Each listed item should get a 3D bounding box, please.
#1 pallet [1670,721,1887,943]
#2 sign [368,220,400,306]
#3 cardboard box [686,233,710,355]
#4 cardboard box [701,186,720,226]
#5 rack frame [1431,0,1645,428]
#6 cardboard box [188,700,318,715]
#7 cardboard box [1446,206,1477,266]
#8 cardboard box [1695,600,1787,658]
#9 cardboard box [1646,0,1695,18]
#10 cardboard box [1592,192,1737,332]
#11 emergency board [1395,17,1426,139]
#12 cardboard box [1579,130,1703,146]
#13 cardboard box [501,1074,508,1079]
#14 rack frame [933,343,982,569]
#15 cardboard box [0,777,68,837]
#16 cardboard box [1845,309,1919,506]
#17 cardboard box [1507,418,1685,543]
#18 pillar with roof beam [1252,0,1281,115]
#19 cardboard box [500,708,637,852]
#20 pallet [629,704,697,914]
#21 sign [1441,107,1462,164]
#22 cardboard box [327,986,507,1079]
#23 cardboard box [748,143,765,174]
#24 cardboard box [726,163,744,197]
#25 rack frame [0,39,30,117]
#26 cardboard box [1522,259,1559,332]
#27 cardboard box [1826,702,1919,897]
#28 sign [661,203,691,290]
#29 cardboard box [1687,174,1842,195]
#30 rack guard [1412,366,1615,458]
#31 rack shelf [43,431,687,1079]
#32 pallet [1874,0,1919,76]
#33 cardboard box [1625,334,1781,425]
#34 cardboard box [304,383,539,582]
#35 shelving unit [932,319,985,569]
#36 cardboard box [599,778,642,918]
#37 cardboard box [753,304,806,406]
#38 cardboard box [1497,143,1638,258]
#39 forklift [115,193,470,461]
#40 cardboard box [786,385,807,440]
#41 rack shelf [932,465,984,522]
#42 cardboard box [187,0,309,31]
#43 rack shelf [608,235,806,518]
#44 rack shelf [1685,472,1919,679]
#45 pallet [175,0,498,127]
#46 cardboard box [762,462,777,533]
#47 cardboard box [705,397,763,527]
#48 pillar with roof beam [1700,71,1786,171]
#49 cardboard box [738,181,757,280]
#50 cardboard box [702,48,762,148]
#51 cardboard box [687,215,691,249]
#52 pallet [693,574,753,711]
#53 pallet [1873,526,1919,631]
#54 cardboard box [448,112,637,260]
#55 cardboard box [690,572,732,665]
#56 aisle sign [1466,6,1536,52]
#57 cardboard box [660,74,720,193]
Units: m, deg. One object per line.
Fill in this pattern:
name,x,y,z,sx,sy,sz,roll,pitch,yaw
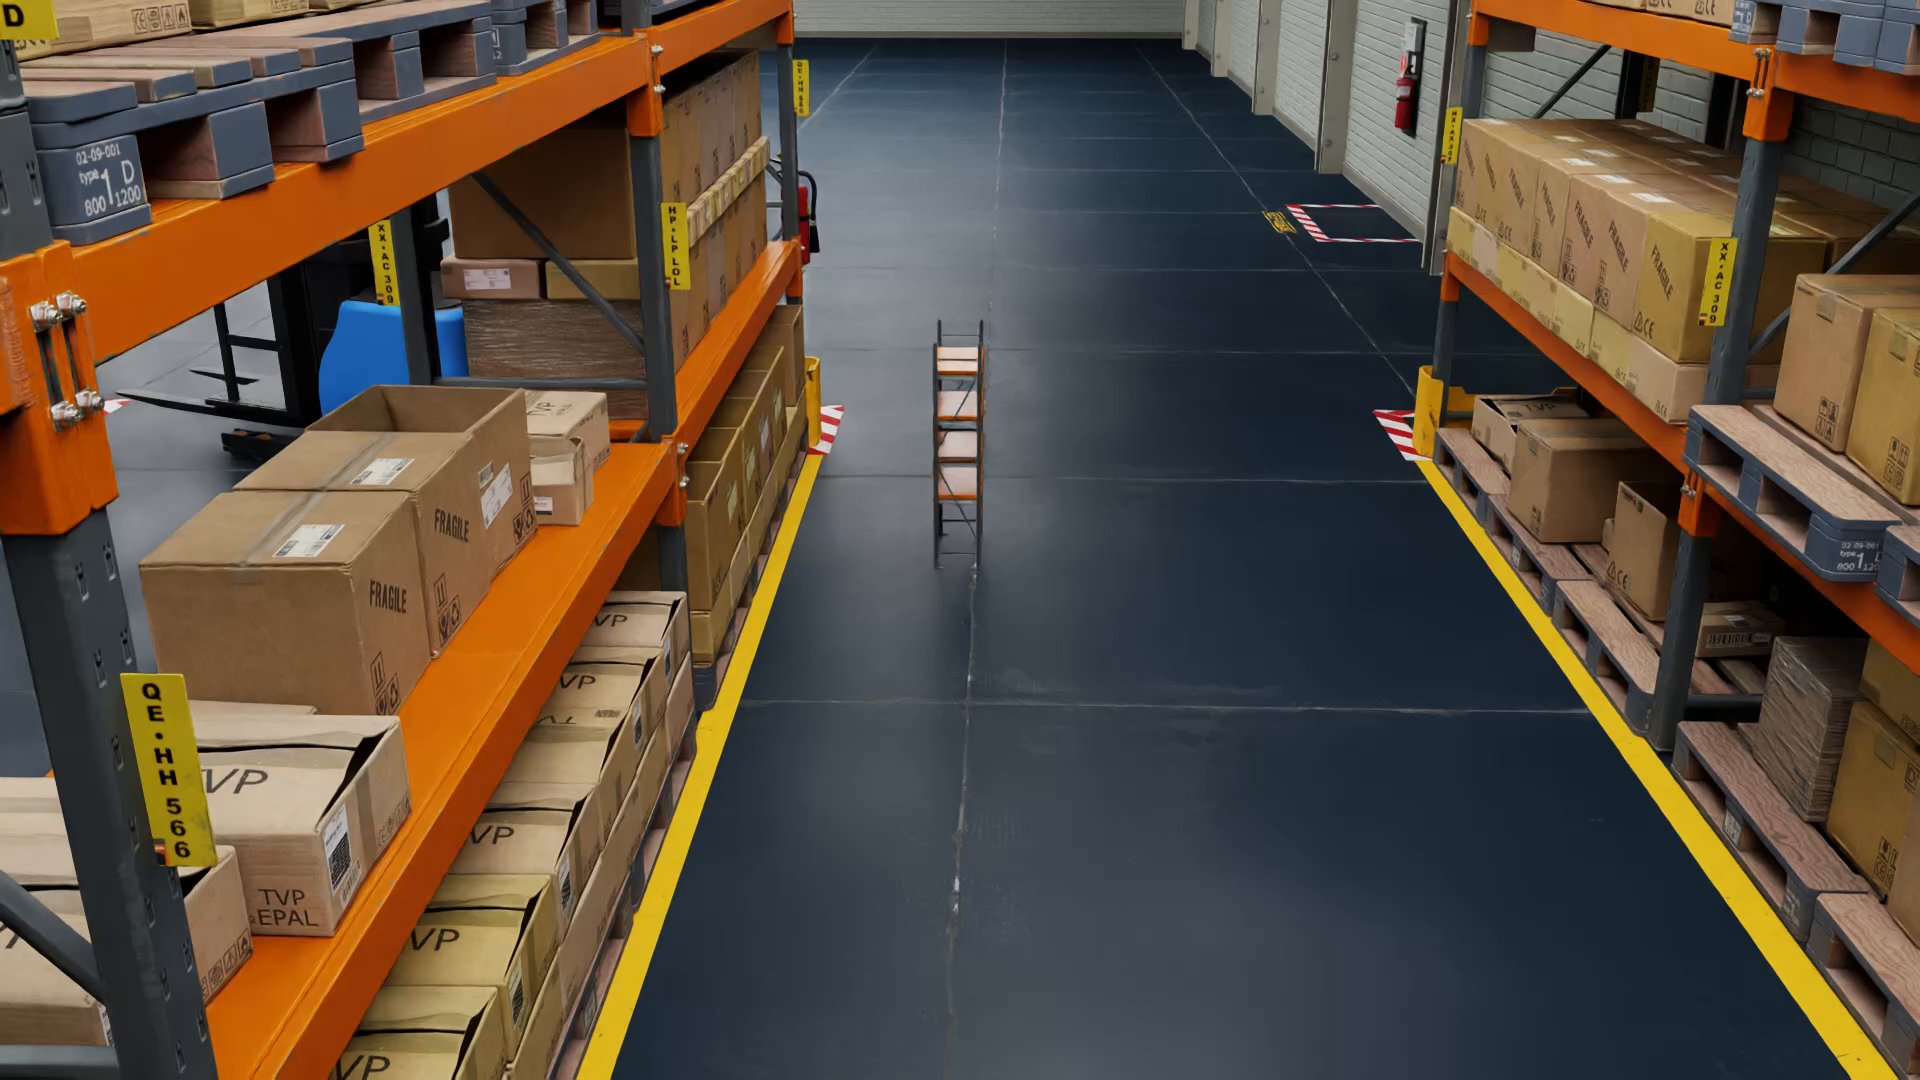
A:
pallet,3.321,1.037,6.065,1.003,0.211,1.213,1,21,2
sign,-2.163,-1.044,6.266,0.100,0.325,0.005,1,21,2
cardboard box,-1.573,-1.177,7.777,0.700,0.500,0.500,1,21,2
cardboard box,-1.363,-1.602,7.976,0.380,0.149,0.250,0,21,1
rack frame,3.465,-1.991,10.013,1.000,3.000,0.127,1,21,2
cardboard box,-1.748,0.504,3.931,0.380,0.149,0.250,2,21,6
cardboard box,3.132,-1.757,9.591,0.500,0.250,0.500,0,21,0
cardboard box,3.329,0.377,7.218,0.380,0.166,0.250,-2,21,-5
cardboard box,3.139,-2.367,6.670,0.500,0.500,0.500,-1,21,-3
cardboard box,3.058,-1.188,7.088,0.500,0.500,0.500,1,21,1
emergency board,4.604,-4.791,17.229,0.194,1.169,0.643,1,21,2
cardboard box,3.638,-1.925,8.987,0.500,0.500,0.500,1,21,2
cardboard box,-1.406,1.567,4.065,0.500,0.250,0.500,0,21,0
rack frame,-0.012,-0.411,8.430,0.240,1.200,0.015,1,21,2
cardboard box,-1.979,0.637,3.587,0.380,0.149,0.250,1,21,2
cardboard box,3.269,-0.411,5.194,0.700,0.500,0.500,3,21,7
cardboard box,3.264,-0.311,8.530,0.700,0.500,0.500,-1,21,-2
pillar with roof beam,0.552,-11.081,25.146,9.100,9.000,0.400,1,21,2
cardboard box,-1.361,0.745,5.407,0.500,0.311,0.500,1,21,1
pallet,-1.592,0.969,6.239,1.003,0.211,1.213,1,21,2
sign,2.922,-2.400,9.872,0.100,0.325,0.005,1,21,2
cardboard box,-1.413,1.297,3.985,0.500,0.311,0.500,0,21,0
cardboard box,-1.315,-2.158,9.409,0.380,0.149,0.250,1,21,3
cardboard box,-1.340,-1.880,8.692,0.380,0.149,0.250,1,21,3
rack frame,-1.730,-1.948,1.610,1.000,3.000,0.127,1,21,2
cardboard box,3.092,-1.203,8.161,0.500,0.250,0.500,1,21,2
cardboard box,3.372,0.869,5.489,0.700,0.500,0.500,0,21,1
sign,-1.066,-1.098,6.221,0.100,0.325,0.005,1,21,2
cardboard box,3.606,-1.368,7.552,0.500,0.500,0.500,1,21,3
rack guard,3.462,-0.798,10.394,1.175,0.500,0.348,1,21,2
rack shelf,-1.669,0.461,4.689,1.077,0.370,4.000,1,21,2
pallet,3.189,-1.258,4.238,1.213,0.211,1.003,1,21,2
cardboard box,3.054,-0.659,6.759,0.500,0.250,0.500,1,21,2
cardboard box,-1.664,-0.176,5.199,0.500,0.500,0.500,2,21,6
shelving unit,-0.005,-0.500,8.658,0.258,1.200,0.503,1,21,2
cardboard box,-1.364,1.009,5.501,0.500,0.250,0.500,1,21,3
cardboard box,-1.206,-1.110,9.928,0.500,0.500,0.500,1,21,2
cardboard box,3.103,-1.745,8.523,0.500,0.500,0.500,0,21,0
forklift,-4.030,-2.016,10.173,3.031,2.935,1.130,9,23,22
cardboard box,-1.208,-0.761,10.063,0.500,0.250,0.500,1,21,2
rack shelf,-0.005,-0.252,8.754,0.258,0.148,0.480,1,21,2
cardboard box,-1.746,-1.237,3.550,0.500,0.250,0.500,0,21,1
rack shelf,-1.548,-0.985,8.417,1.077,0.370,4.000,1,21,2
rack shelf,3.282,0.514,4.552,1.077,0.370,4.000,1,21,2
pallet,-1.768,-1.113,3.864,1.003,0.211,1.213,2,21,4
cardboard box,-1.241,-0.218,8.665,0.500,0.250,0.500,1,21,2
cardboard box,-1.251,-0.387,8.064,0.500,0.500,0.500,1,21,2
pillar with roof beam,0.005,-4.572,8.373,9.100,9.000,0.400,1,21,2
cardboard box,-1.525,-1.732,9.208,0.700,0.500,0.500,1,21,3
cardboard box,-1.515,-2.508,9.413,0.700,0.500,0.500,1,21,2
cardboard box,-1.387,-1.321,7.251,0.380,0.149,0.250,0,21,1
pallet,-1.542,0.415,7.667,1.003,0.211,1.213,1,21,2
pallet,3.241,0.275,4.439,1.003,0.211,1.213,1,21,2
cardboard box,-1.601,-1.410,6.584,0.700,0.500,0.500,1,21,2
cardboard box,-1.291,0.324,7.268,0.500,0.250,0.500,1,21,2
aisle sign,3.167,-3.232,9.618,0.394,0.787,0.004,1,21,2
cardboard box,-1.556,-1.954,7.987,0.700,0.500,0.500,1,21,2
